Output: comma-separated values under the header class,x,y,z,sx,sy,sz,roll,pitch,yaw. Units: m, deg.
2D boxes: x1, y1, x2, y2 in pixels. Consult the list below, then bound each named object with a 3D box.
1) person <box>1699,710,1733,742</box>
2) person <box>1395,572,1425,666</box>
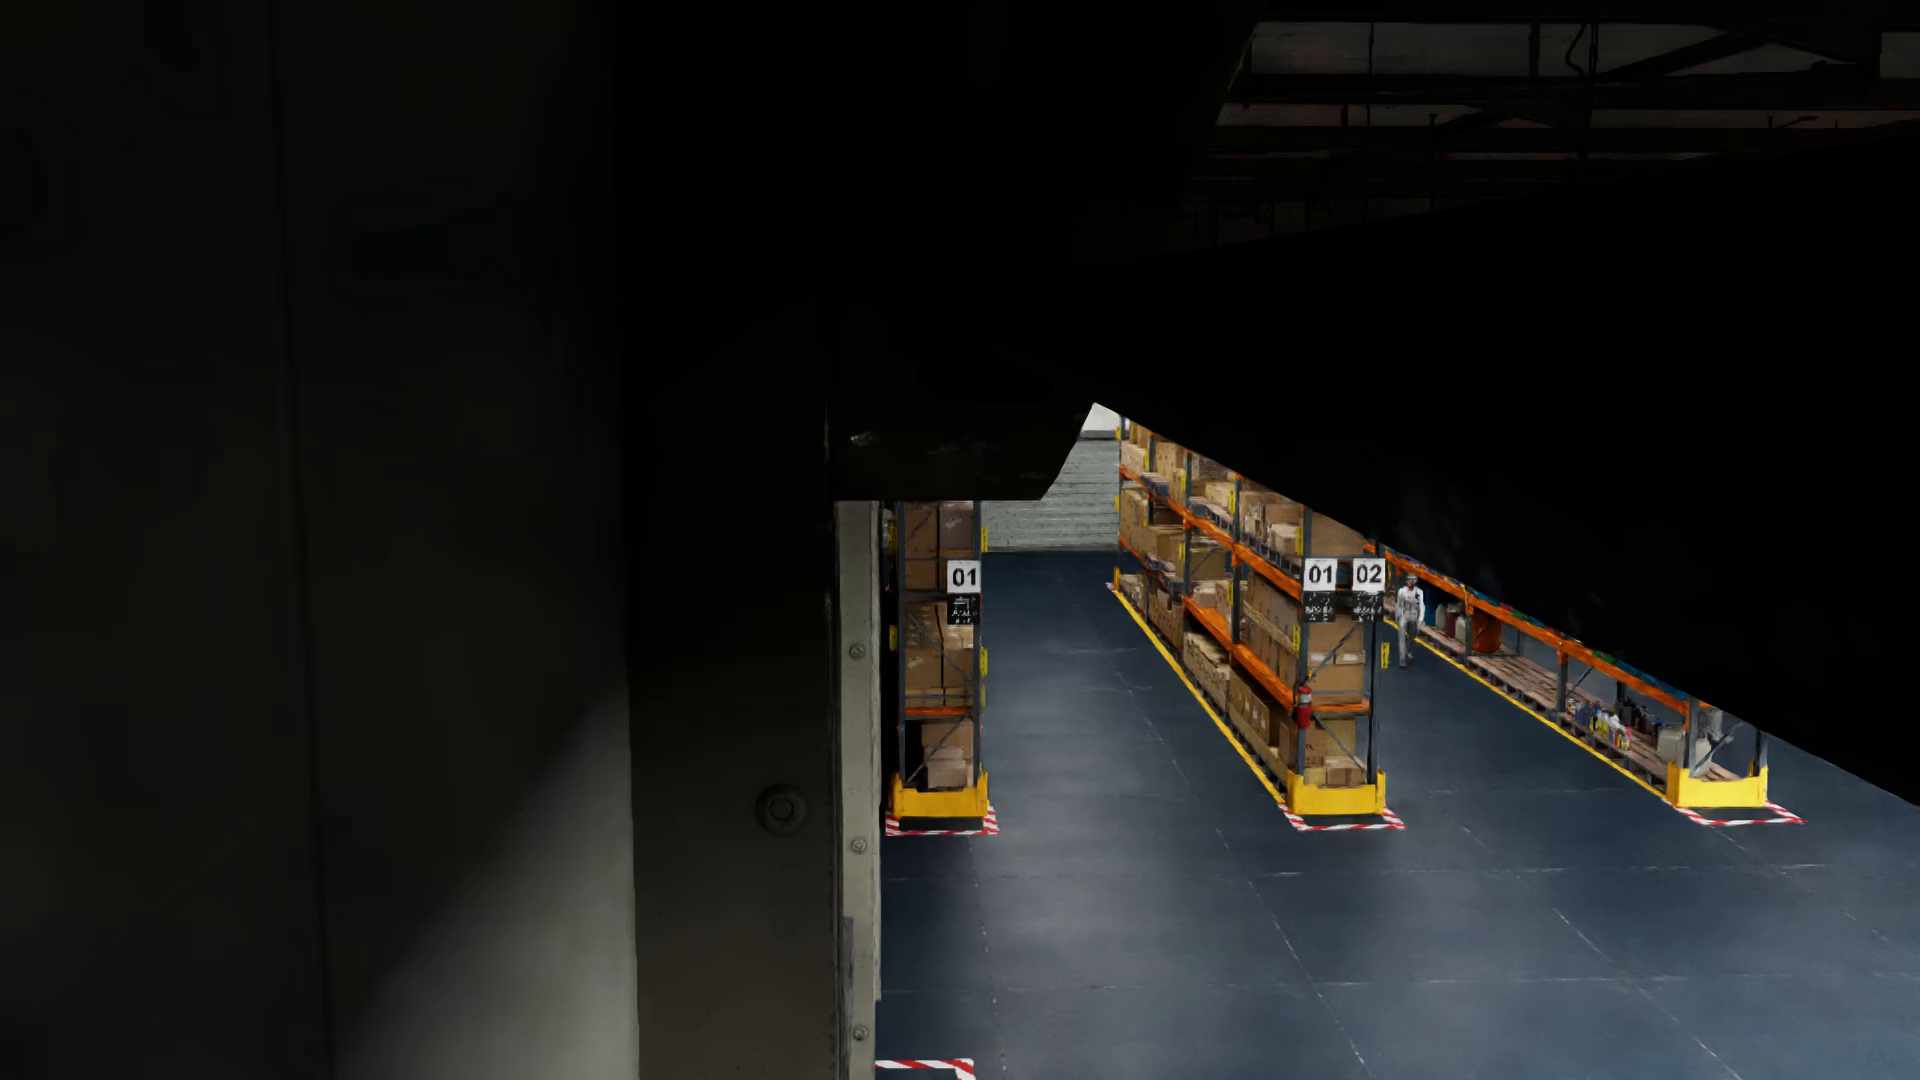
class,x,y,z,sx,sy,sz,roll,pitch,yaw
person,10.931,1.987,24.049,0.365,1.772,0.645,-4,9,-28
person,7.839,1.350,28.956,0.483,1.619,0.978,1,8,7
